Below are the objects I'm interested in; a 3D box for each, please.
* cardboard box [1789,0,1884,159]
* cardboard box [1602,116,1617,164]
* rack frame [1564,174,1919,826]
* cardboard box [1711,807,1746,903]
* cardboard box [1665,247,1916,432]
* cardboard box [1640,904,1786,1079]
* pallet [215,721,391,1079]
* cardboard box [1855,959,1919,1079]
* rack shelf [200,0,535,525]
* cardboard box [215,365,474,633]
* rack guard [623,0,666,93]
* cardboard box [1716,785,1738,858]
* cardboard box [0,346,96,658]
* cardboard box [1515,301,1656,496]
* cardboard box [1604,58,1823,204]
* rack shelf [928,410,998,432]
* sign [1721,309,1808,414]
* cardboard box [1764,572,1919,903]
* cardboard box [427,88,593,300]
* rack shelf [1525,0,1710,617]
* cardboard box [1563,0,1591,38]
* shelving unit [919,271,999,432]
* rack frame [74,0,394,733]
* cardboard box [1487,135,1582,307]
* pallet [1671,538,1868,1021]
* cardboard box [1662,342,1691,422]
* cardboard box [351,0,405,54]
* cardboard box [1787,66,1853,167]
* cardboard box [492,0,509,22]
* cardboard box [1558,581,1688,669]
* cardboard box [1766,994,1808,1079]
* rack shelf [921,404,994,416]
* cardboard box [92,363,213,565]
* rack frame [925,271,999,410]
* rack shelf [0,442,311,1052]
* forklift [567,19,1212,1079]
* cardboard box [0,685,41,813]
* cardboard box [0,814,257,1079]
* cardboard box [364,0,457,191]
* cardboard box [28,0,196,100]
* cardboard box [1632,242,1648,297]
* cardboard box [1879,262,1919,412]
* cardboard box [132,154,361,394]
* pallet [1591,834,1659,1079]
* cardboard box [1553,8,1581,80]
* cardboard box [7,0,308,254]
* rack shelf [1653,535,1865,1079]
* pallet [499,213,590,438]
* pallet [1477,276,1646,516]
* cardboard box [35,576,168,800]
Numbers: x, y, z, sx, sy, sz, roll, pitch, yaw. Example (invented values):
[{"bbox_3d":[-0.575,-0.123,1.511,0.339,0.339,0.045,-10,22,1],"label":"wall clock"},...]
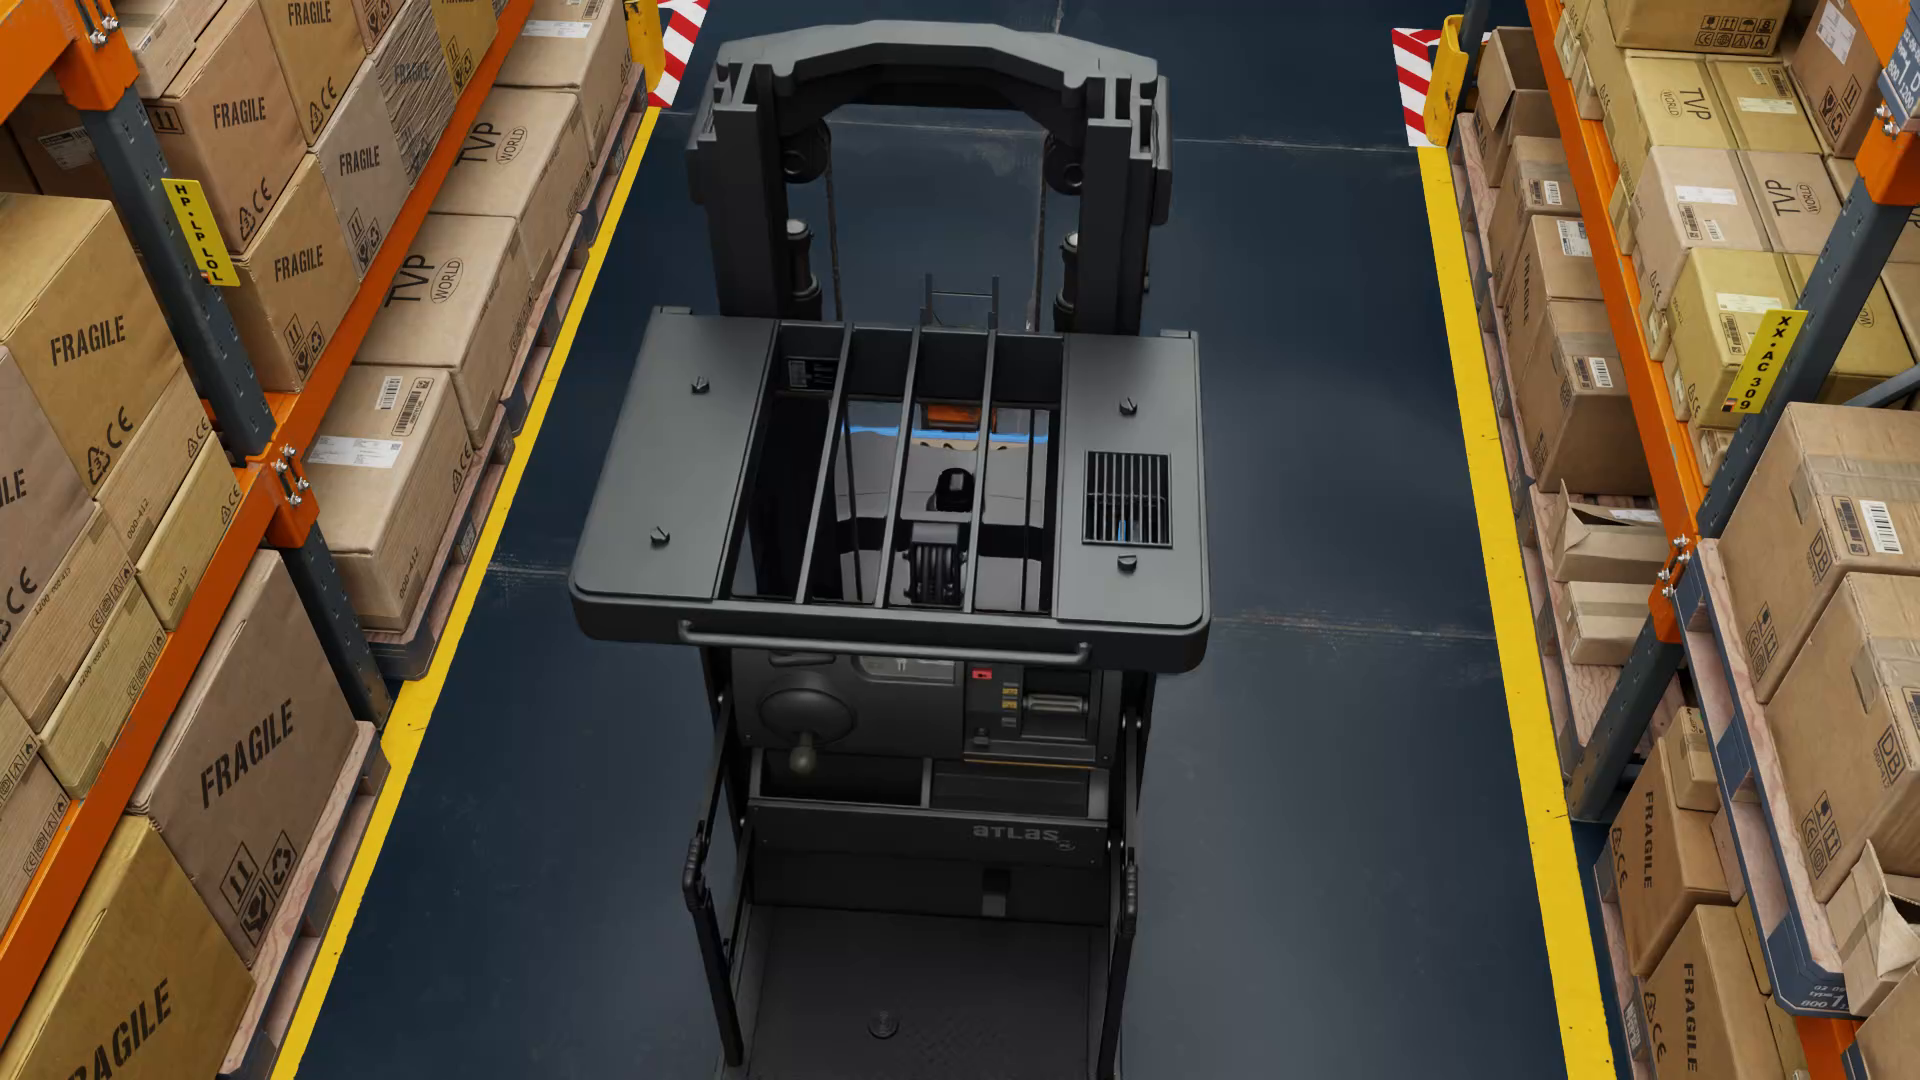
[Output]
[{"bbox_3d":[2.889,-1.485,4.967,0.500,0.500,0.500,3,48,2],"label":"cardboard box"},{"bbox_3d":[2.424,-1.405,5.673,0.380,0.149,0.250,4,48,3],"label":"cardboard box"},{"bbox_3d":[2.488,-0.106,4.314,1.000,3.000,0.127,4,48,4],"label":"rack frame"},{"bbox_3d":[2.242,0.831,4.427,0.380,0.149,0.250,3,48,2],"label":"cardboard box"},{"bbox_3d":[2.291,-0.546,4.617,0.500,0.250,0.500,5,48,5],"label":"cardboard box"},{"bbox_3d":[2.181,1.328,4.412,0.500,0.500,0.500,3,48,3],"label":"cardboard box"},{"bbox_3d":[-2.451,1.076,5.123,1.003,0.211,1.213,4,48,4],"label":"pallet"},{"bbox_3d":[2.102,1.016,2.935,0.700,0.500,0.500,4,48,3],"label":"cardboard box"},{"bbox_3d":[-2.273,-1.664,6.227,1.077,0.370,4.000,4,48,4],"label":"rack shelf"},{"bbox_3d":[-2.291,-0.168,5.823,0.875,0.438,0.875,3,48,3],"label":"cardboard box"},{"bbox_3d":[-2.089,-2.550,8.244,1.175,0.500,0.348,4,48,4],"label":"rack guard"},{"bbox_3d":[2.214,0.717,4.330,0.380,0.149,0.250,2,48,2],"label":"cardboard box"},{"bbox_3d":[-2.286,-0.082,3.547,0.500,0.500,0.500,5,48,4],"label":"cardboard box"},{"bbox_3d":[2.491,-0.512,6.095,0.700,0.500,0.500,2,48,2],"label":"cardboard box"},{"bbox_3d":[2.381,-1.281,5.289,0.500,0.250,0.500,4,48,3],"label":"cardboard box"},{"bbox_3d":[-0.001,-0.364,5.830,0.258,0.103,0.180,4,48,4],"label":"rack shelf"},{"bbox_3d":[1.947,-0.429,4.023,0.100,0.325,0.005,4,48,4],"label":"sign"},{"bbox_3d":[2.174,0.440,3.463,0.700,0.500,0.500,4,48,4],"label":"cardboard box"},{"bbox_3d":[-2.127,-1.489,7.030,0.875,0.438,0.875,5,48,5],"label":"cardboard box"},{"bbox_3d":[2.670,-1.333,5.924,1.077,0.370,4.000,4,48,4],"label":"rack shelf"},{"bbox_3d":[2.454,-2.037,5.980,0.500,0.250,0.500,3,48,3],"label":"cardboard box"},{"bbox_3d":[-0.001,-0.394,5.798,0.258,1.200,0.189,4,48,4],"label":"shelving unit"},{"bbox_3d":[-2.455,-0.437,4.617,1.000,3.000,0.127,4,48,4],"label":"rack frame"},{"bbox_3d":[2.586,-1.275,6.793,0.700,0.500,0.500,6,48,5],"label":"cardboard box"},{"bbox_3d":[2.306,0.539,3.855,1.003,0.211,1.213,4,48,4],"label":"pallet"},{"bbox_3d":[2.268,-0.465,4.813,0.380,0.149,0.250,5,48,5],"label":"cardboard box"},{"bbox_3d":[-2.061,-1.888,5.199,0.500,0.500,0.500,5,48,4],"label":"cardboard box"},{"bbox_3d":[2.890,-1.250,5.260,0.500,0.250,0.500,5,48,4],"label":"cardboard box"},{"bbox_3d":[-1.969,-2.291,6.245,0.500,0.500,0.500,5,48,5],"label":"cardboard box"},{"bbox_3d":[2.246,0.285,5.604,0.380,0.149,0.250,3,48,2],"label":"cardboard box"},{"bbox_3d":[2.219,1.223,4.068,0.380,0.149,0.250,3,48,3],"label":"cardboard box"},{"bbox_3d":[-0.001,-0.526,5.653,0.258,0.103,0.180,4,48,4],"label":"rack shelf"},{"bbox_3d":[-2.254,-0.215,4.177,0.500,0.250,0.500,4,48,3],"label":"cardboard box"},{"bbox_3d":[0.007,-0.462,5.859,0.240,1.200,0.006,4,48,4],"label":"rack frame"},{"bbox_3d":[-2.638,1.275,3.538,1.077,0.370,4.000,4,48,4],"label":"rack shelf"},{"bbox_3d":[-0.093,0.481,3.824,1.130,2.935,3.031,3,48,3],"label":"forklift"},{"bbox_3d":[-2.333,0.534,3.492,0.500,0.250,0.500,5,48,4],"label":"cardboard box"},{"bbox_3d":[-2.507,1.264,4.217,0.875,0.875,0.875,5,48,5],"label":"cardboard box"},{"bbox_3d":[-2.050,-1.533,5.551,0.500,0.500,0.500,4,48,4],"label":"cardboard box"},{"bbox_3d":[-2.168,-1.242,4.168,0.380,0.149,0.250,3,48,3],"label":"cardboard box"},{"bbox_3d":[2.318,-0.849,5.164,0.380,0.149,0.250,5,48,5],"label":"cardboard box"},{"bbox_3d":[2.802,-0.502,4.576,0.500,0.250,0.500,3,48,3],"label":"cardboard box"},{"bbox_3d":[-2.152,-0.798,4.879,0.500,0.500,0.500,5,48,5],"label":"cardboard box"},{"bbox_3d":[2.451,1.435,4.794,1.003,0.211,1.213,4,48,4],"label":"pallet"},{"bbox_3d":[2.382,-1.794,6.028,0.380,0.149,0.250,3,48,2],"label":"cardboard box"},{"bbox_3d":[-2.171,-1.142,4.516,0.500,0.500,0.500,4,48,4],"label":"cardboard box"},{"bbox_3d":[2.306,1.607,3.235,1.077,0.370,4.000,4,48,4],"label":"rack shelf"},{"bbox_3d":[-2.200,-0.948,6.974,1.003,0.211,1.213,4,48,4],"label":"pallet"},{"bbox_3d":[2.660,-0.568,6.627,1.003,0.211,1.213,4,48,4],"label":"pallet"},{"bbox_3d":[-2.293,0.334,4.013,0.500,0.250,0.500,3,48,3],"label":"cardboard box"}]
